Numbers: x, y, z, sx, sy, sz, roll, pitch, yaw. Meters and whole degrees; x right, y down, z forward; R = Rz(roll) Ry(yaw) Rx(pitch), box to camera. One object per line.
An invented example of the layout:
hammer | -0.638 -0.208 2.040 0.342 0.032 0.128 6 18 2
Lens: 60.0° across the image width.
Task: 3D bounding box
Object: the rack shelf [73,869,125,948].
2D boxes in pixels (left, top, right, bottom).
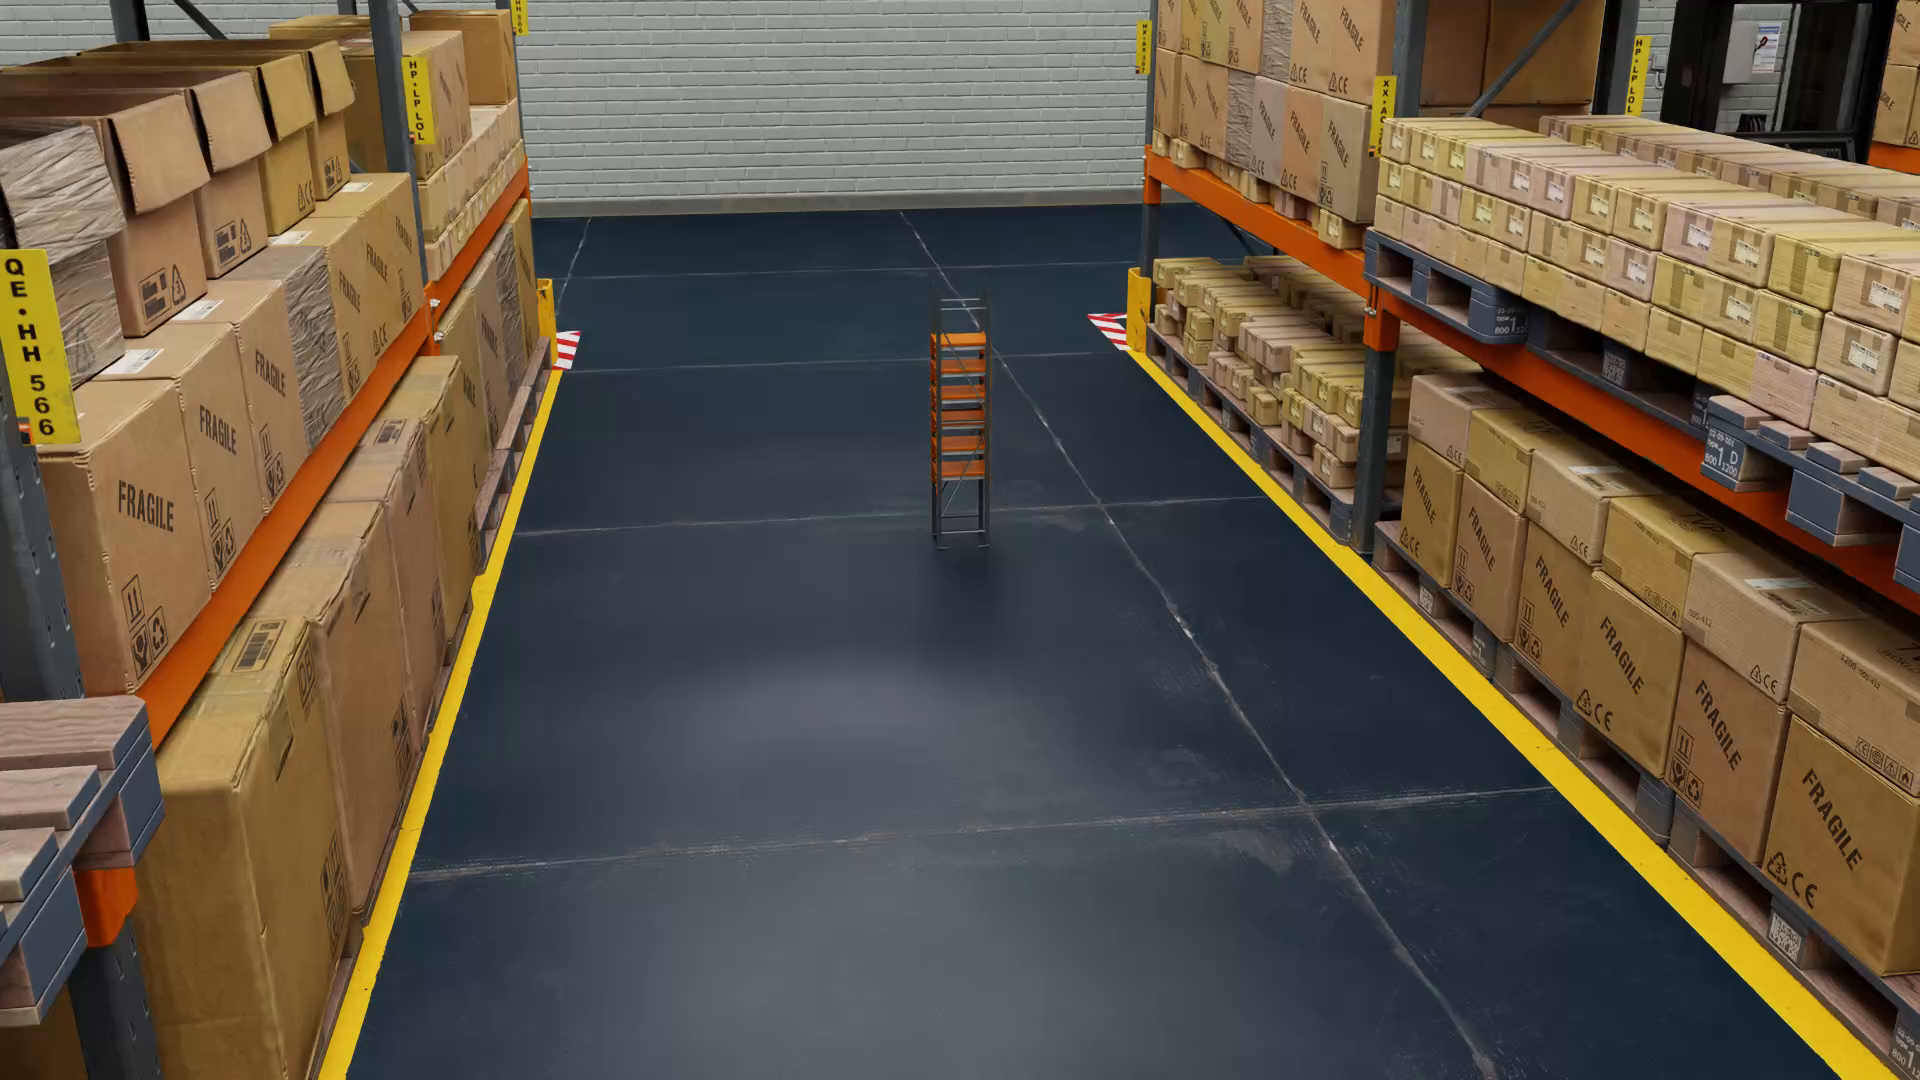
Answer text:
rack shelf | -1.769 1.252 1.105 1.077 0.370 4.000 -3 21 -8

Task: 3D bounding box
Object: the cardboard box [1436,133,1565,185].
cardboard box | 1.971 -1.390 6.060 0.380 0.149 0.250 -3 21 -7

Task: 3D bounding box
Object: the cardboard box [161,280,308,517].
cardboard box | -2.013 -0.362 4.255 0.500 0.500 0.500 -3 21 -9

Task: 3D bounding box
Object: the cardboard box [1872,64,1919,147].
cardboard box | 6.381 -2.913 11.086 0.500 0.500 0.500 -3 21 -8

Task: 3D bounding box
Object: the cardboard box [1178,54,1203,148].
cardboard box | 1.605 -2.595 9.809 0.500 0.500 0.500 -3 21 -8

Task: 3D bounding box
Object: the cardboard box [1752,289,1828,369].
cardboard box | 2.262 -0.542 4.215 0.380 0.149 0.250 -2 21 -6

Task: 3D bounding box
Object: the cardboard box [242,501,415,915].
cardboard box | -2.258 0.472 4.601 1.225 0.875 0.875 -3 21 -8

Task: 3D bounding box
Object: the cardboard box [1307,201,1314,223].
cardboard box | 1.922 -1.619 8.122 0.380 0.149 0.250 -3 21 -9

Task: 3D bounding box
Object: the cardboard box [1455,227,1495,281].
cardboard box | 2.003 -1.027 5.939 0.380 0.149 0.250 -3 21 -7

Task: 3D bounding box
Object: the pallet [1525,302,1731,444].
pallet | 2.539 -0.586 5.272 1.003 0.211 1.213 -3 21 -8

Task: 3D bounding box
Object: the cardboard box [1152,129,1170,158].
cardboard box | 1.434 -2.516 10.524 0.380 0.149 0.250 -3 21 -8

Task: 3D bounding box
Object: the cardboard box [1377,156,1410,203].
cardboard box | 1.890 -1.436 6.608 0.380 0.149 0.250 -3 21 -7

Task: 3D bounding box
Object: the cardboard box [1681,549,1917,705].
cardboard box | 2.423 0.233 4.707 0.500 0.250 0.500 -3 21 -7

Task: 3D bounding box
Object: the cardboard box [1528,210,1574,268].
cardboard box | 2.084 -0.982 5.392 0.380 0.149 0.250 -3 21 -9

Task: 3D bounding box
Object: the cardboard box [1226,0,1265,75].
cardboard box | 1.723 -2.716 8.704 0.500 0.500 0.500 -4 21 -9

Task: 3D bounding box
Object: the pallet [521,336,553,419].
pallet | -3.018 -0.968 10.006 1.003 0.211 1.213 -3 21 -8

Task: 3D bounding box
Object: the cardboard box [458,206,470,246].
cardboard box | -2.464 -1.437 7.635 0.380 0.149 0.250 -3 21 -9

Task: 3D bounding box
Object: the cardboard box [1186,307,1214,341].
cardboard box | 1.569 -1.296 9.949 0.380 0.149 0.250 -2 21 -6

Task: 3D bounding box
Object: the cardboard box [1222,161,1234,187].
cardboard box | 1.693 -2.069 9.328 0.380 0.149 0.250 -3 21 -9

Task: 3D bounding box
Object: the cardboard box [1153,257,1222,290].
cardboard box | 1.451 -1.704 10.615 0.380 0.149 0.250 -4 21 -10

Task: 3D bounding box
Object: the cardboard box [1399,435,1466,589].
cardboard box | 2.132 -0.134 6.760 0.500 0.500 0.500 -2 21 -6

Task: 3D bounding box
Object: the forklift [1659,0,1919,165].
forklift | 4.420 -1.964 8.786 1.130 2.935 3.031 -2 21 -6

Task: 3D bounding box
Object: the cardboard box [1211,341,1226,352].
cardboard box | 1.691 -1.076 9.785 0.380 0.149 0.250 -3 21 -8

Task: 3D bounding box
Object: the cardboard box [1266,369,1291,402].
cardboard box | 1.826 -0.835 8.714 0.380 0.149 0.250 -2 21 -6

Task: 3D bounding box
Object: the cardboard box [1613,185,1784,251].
cardboard box | 2.156 -0.945 4.867 0.380 0.149 0.250 -2 21 -5

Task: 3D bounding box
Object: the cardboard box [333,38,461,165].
cardboard box | -2.514 -1.932 7.320 0.500 0.500 0.500 -3 21 -8

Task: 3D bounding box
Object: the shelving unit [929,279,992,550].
shelving unit | 0.002 -0.557 7.493 0.258 1.200 0.189 -3 21 -8

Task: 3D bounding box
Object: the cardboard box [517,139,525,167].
cardboard box | -2.834 -2.323 10.007 0.380 0.149 0.250 -3 21 -7

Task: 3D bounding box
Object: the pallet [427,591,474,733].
pallet | -2.449 0.407 6.324 1.003 0.211 1.213 -3 21 -8

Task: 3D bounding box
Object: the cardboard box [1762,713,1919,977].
cardboard box | 2.511 0.767 4.347 0.500 0.500 0.500 -3 21 -8

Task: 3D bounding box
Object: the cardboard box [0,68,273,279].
cardboard box | -2.342 -1.006 4.545 0.797 0.503 0.637 -2 21 -6

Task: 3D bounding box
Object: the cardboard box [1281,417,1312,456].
cardboard box | 1.838 -0.540 8.348 0.380 0.149 0.250 -4 21 -10

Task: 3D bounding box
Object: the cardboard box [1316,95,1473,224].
cardboard box | 1.939 -1.717 7.458 0.500 0.500 0.500 -3 21 -8

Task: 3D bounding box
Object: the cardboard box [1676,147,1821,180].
cardboard box | 2.684 -1.247 5.677 0.380 0.149 0.250 -4 21 -10

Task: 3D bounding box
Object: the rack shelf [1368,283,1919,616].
rack shelf | 2.577 -0.348 5.389 1.077 0.370 4.000 -3 21 -8

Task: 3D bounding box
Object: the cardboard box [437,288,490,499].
cardboard box | -2.650 -0.596 7.462 0.875 0.875 0.875 -3 21 -8

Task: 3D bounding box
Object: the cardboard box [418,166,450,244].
cardboard box | -2.443 -1.407 6.986 0.500 0.250 0.500 -3 21 -9

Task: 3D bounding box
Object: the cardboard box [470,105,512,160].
cardboard box | -2.806 -2.286 9.339 0.500 0.250 0.500 -3 21 -9

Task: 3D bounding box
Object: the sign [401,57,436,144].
sign | -2.099 -1.698 6.434 0.100 0.325 0.005 -3 21 -8

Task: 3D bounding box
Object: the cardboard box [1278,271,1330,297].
cardboard box | 2.181 -1.559 10.226 0.380 0.149 0.250 -3 21 -9

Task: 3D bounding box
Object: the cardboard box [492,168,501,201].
cardboard box | -2.647 -1.879 8.820 0.380 0.149 0.250 -3 21 -8

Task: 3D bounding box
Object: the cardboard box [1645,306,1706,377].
cardboard box | 2.195 -0.574 4.724 0.380 0.149 0.250 -4 21 -10

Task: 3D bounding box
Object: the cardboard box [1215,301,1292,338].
cardboard box | 1.660 -1.249 9.397 0.380 0.149 0.250 -3 21 -7

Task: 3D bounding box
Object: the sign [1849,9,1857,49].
sign | 6.045 -3.464 11.352 0.100 0.325 0.005 -3 21 -8

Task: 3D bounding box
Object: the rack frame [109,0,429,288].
rack frame | -2.634 -1.162 6.541 1.000 3.000 0.127 -3 21 -8

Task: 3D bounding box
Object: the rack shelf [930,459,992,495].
rack shelf | 0.002 -0.291 7.592 0.258 0.103 0.180 -3 21 -8

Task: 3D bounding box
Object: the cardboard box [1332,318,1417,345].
cardboard box | 2.240 -1.102 9.004 0.380 0.149 0.250 -4 21 -10

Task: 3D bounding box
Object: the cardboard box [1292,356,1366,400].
cardboard box | 1.860 -0.800 8.194 0.380 0.149 0.250 -3 21 -8

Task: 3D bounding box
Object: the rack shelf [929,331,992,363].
rack shelf | 0.002 -0.853 7.382 0.258 0.103 0.180 -3 21 -8

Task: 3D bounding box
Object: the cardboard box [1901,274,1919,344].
cardboard box | 2.341 -0.497 3.668 0.380 0.149 0.250 -4 21 -10
